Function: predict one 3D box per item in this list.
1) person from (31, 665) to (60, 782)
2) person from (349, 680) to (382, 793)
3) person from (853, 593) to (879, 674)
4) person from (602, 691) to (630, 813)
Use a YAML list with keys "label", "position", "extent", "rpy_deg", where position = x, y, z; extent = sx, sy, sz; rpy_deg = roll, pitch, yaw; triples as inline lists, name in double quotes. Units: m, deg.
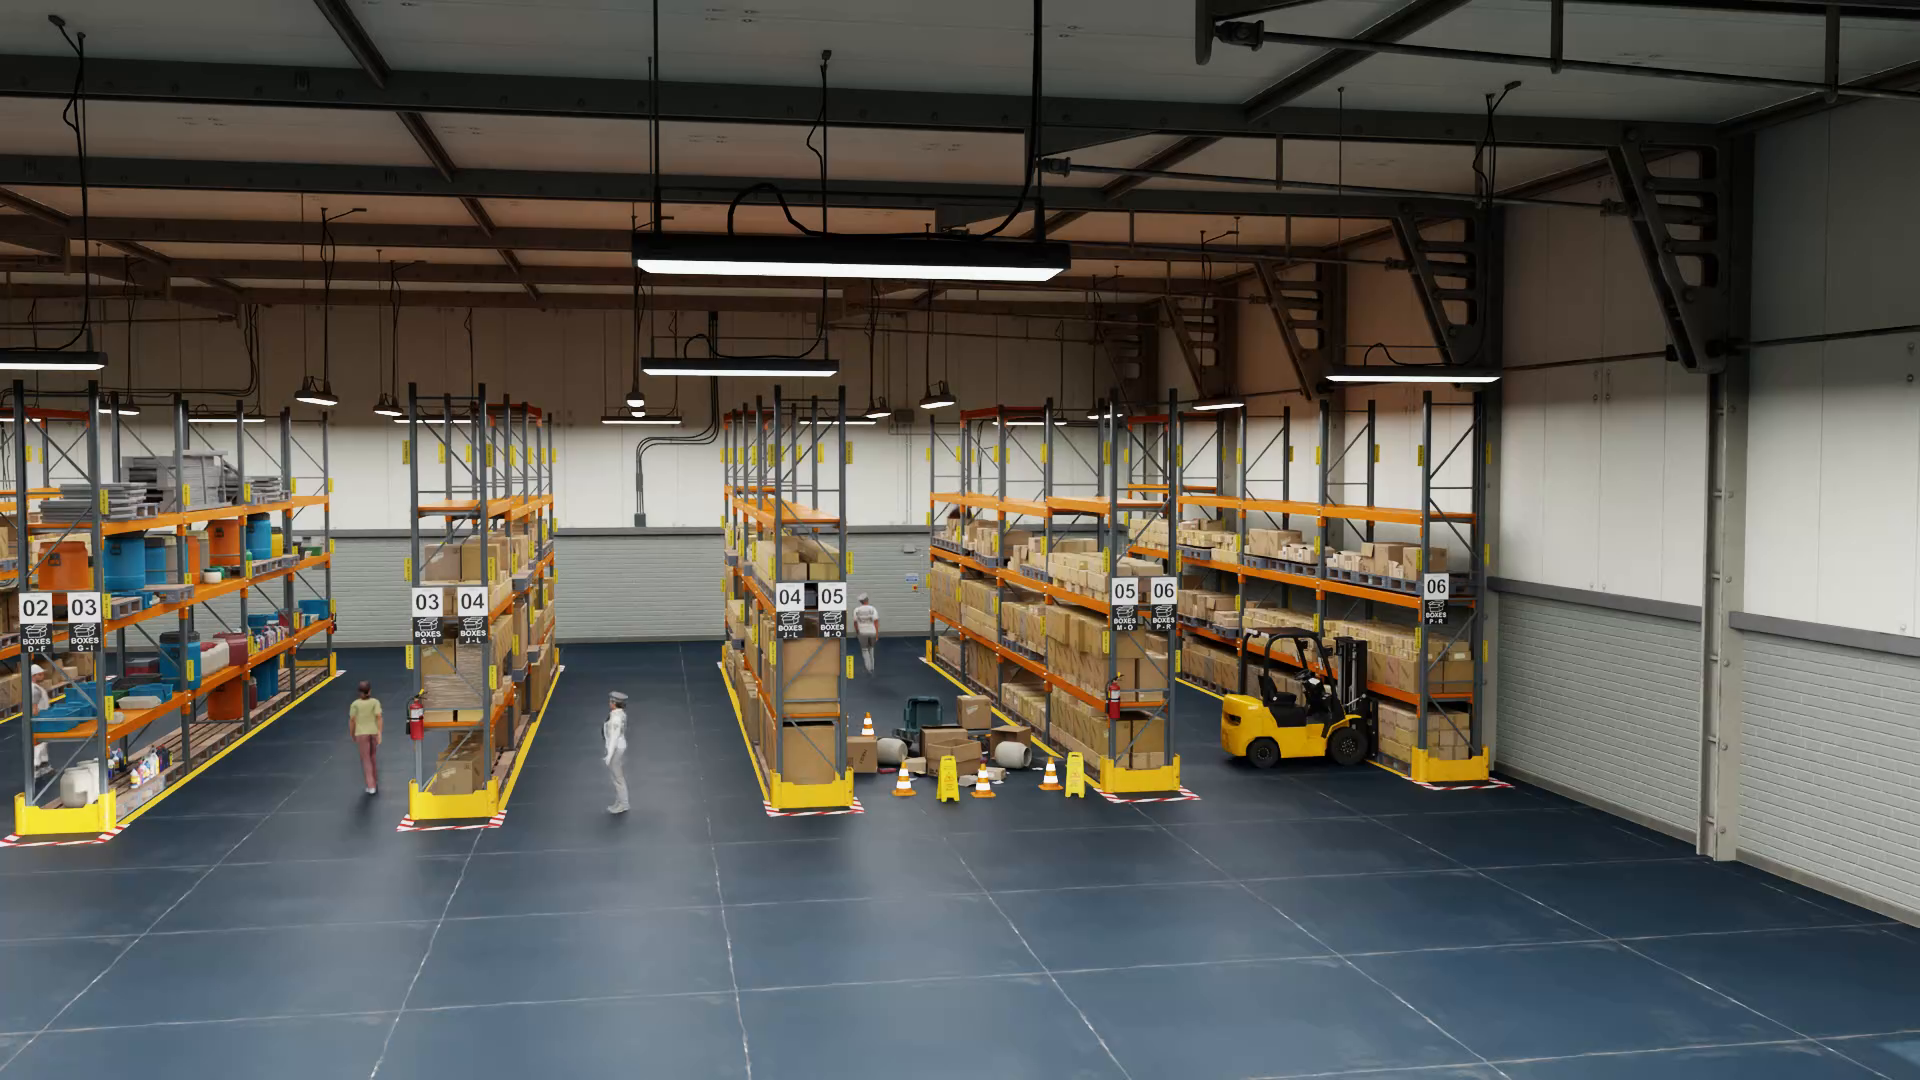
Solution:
- label: "person"
  position: [-14.152, 2.810, 25.721]
  extent: [0.569, 1.787, 0.569]
  rpy_deg: [-3, 4, -44]
- label: "person"
  position: [-8.795, 2.937, 24.634]
  extent: [0.531, 1.718, 0.474]
  rpy_deg: [3, 4, 43]
- label: "person"
  position: [-2.073, 2.067, 36.409]
  extent: [0.516, 1.822, 0.649]
  rpy_deg: [-1, 3, -27]
- label: "person"
  position: [-4.829, 2.977, 23.372]
  extent: [0.371, 1.697, 0.528]
  rpy_deg: [0, 3, -6]
